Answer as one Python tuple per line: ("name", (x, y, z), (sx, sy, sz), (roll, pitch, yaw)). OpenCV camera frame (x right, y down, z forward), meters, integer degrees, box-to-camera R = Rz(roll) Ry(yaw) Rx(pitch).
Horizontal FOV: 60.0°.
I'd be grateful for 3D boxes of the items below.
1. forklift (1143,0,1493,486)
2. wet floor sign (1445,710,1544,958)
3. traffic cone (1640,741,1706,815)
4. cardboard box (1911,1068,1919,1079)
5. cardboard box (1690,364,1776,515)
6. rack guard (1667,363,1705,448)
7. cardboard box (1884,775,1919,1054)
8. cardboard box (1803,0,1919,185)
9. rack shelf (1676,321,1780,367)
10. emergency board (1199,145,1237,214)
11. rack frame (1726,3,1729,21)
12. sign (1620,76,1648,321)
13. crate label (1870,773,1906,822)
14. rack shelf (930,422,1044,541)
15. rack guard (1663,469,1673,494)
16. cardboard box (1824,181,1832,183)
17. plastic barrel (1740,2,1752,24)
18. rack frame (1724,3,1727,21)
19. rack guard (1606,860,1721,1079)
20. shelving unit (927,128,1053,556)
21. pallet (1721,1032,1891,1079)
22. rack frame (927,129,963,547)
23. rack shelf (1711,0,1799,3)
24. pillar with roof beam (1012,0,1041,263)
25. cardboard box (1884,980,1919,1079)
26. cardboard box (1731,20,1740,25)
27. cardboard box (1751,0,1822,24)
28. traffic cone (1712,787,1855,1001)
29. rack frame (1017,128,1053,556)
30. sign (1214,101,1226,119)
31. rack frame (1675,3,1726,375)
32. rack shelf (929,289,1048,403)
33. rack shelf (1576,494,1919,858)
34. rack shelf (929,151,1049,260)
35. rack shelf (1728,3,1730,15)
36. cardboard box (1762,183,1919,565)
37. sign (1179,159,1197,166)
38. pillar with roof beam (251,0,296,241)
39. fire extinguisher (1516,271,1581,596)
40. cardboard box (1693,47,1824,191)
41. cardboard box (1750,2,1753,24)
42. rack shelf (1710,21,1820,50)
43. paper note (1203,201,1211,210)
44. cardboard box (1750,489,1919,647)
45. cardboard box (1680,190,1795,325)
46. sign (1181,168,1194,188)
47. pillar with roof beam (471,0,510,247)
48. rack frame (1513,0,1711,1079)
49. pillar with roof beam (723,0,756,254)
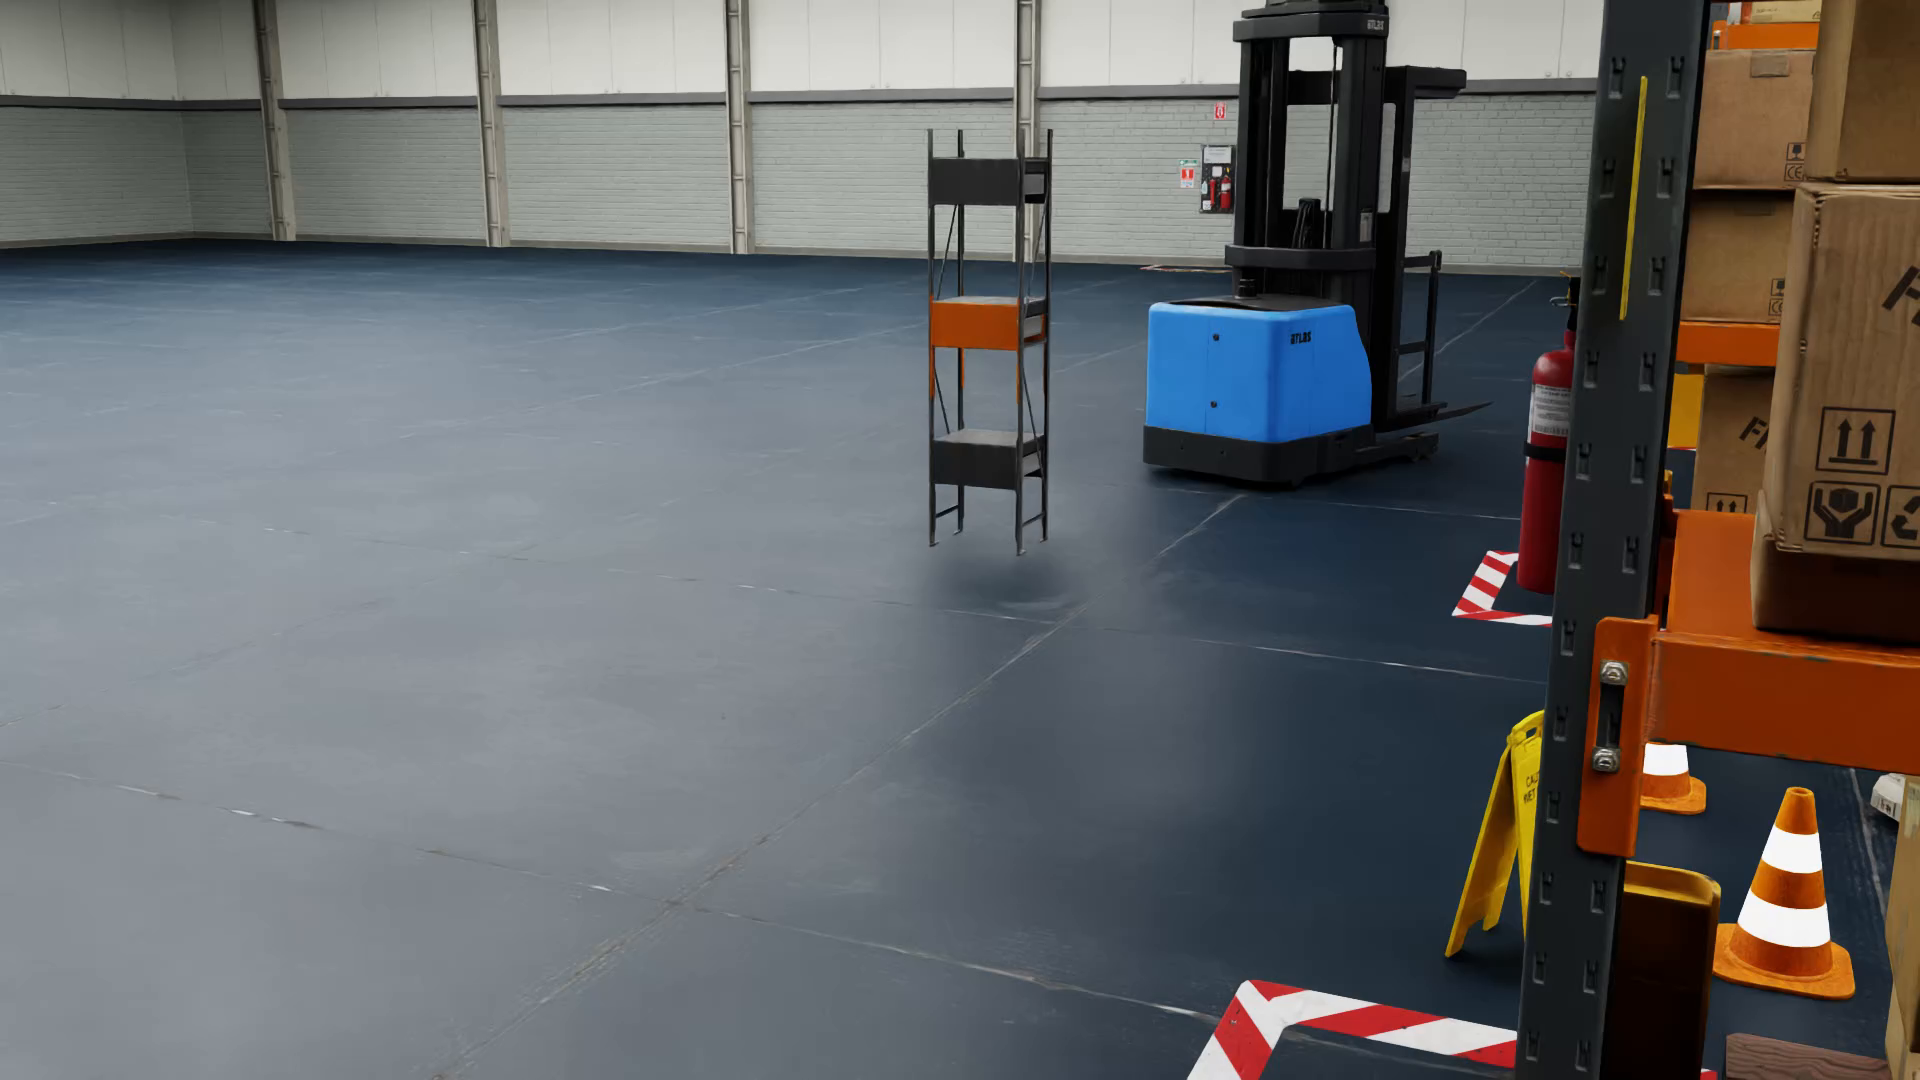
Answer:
("forklift", (2.554, -2.016, 10.932), (1.130, 2.935, 3.031), (13, 18, 43))
("wet floor sign", (1.410, 0.743, 4.176), (0.232, 0.644, 0.267), (12, 18, 42))
("traffic cone", (2.205, 0.580, 5.270), (0.334, 0.463, 0.336), (6, 14, 23))
("cardboard box", (1.776, 1.104, 2.581), (0.500, 0.250, 0.500), (6, 14, 23))
("cardboard box", (3.710, -0.326, 7.312), (0.875, 0.875, 0.875), (6, 14, 24))
("rack guard", (5.234, -1.008, 11.956), (0.348, 0.500, 1.175), (6, 14, 23))
("cardboard box", (1.989, 0.627, 2.976), (0.500, 0.500, 0.500), (6, 14, 24))
("cardboard box", (1.706, -0.841, 2.713), (0.500, 0.500, 0.700), (5, 14, 22))
("rack shelf", (4.892, -0.670, 6.619), (4.000, 0.370, 1.077), (6, 14, 23))
("emergency board", (4.444, -6.243, 28.796), (0.643, 1.169, 0.194), (6, 14, 23))
("rack frame", (9.180, -7.221, 19.832), (0.127, 3.000, 1.000), (6, 14, 23))
("sign", (0.931, -0.470, 2.298), (0.005, 0.325, 0.100), (6, 14, 23))
("crate label", (2.949, 0.798, 5.053), (0.298, 0.136, 0.250), (-1, 13, -6))
("rack shelf", (0.151, -0.312, 8.613), (0.480, 0.518, 0.431), (6, 14, 23))
("rack guard", (3.041, 0.009, 7.621), (0.348, 0.500, 1.175), (6, 14, 23))
("cardboard box", (1.758, -0.363, 2.865), (0.500, 0.500, 0.500), (6, 14, 22))
("plastic barrel", (7.666, -5.122, 15.591), (0.708, 0.830, 0.600), (6, 14, 23))
("rack frame", (7.171, -6.187, 15.424), (0.127, 3.000, 1.000), (6, 14, 23))
("rack guard", (1.220, 1.062, 3.135), (0.348, 0.500, 1.175), (6, 14, 23))
("shelving unit", (0.151, -1.007, 8.450), (0.503, 2.100, 0.431), (6, 14, 23))
("pallet", (1.949, 1.285, 2.816), (1.213, 0.211, 1.003), (6, 14, 23))
("rack frame", (-0.072, -1.029, 8.546), (0.015, 2.100, 0.400), (6, 14, 23))
("rack shelf", (4.892, -2.130, 6.276), (4.000, 0.370, 1.077), (6, 14, 23))
("pillar with roof beam", (-0.541, -8.583, 25.636), (0.400, 9.000, 9.100), (6, 14, 23))
("cardboard box", (2.021, 0.993, 3.057), (0.500, 0.250, 0.500), (6, 14, 23))
("cardboard box", (11.437, -7.255, 24.089), (0.500, 0.500, 0.500), (5, 14, 19))
("cardboard box", (5.500, -3.521, 10.955), (0.500, 0.250, 0.500), (6, 15, 25))
("traffic cone", (2.066, 0.843, 4.148), (0.334, 0.463, 0.336), (6, 14, 23))
("rack frame", (0.374, -0.984, 8.353), (0.015, 2.100, 0.400), (6, 14, 23))
("sign", (4.477, -7.394, 28.623), (0.199, 0.298, 0.001), (6, 14, 23))
("rack frame", (5.165, -2.232, 11.701), (0.127, 3.000, 1.000), (6, 14, 23))
("rack shelf", (0.151, -0.994, 8.453), (0.480, 0.518, 0.431), (6, 14, 23))
("rack shelf", (2.979, 0.373, 2.173), (4.000, 0.370, 1.077), (6, 14, 23))
("rack shelf", (0.151, -1.675, 8.293), (0.480, 0.518, 0.431), (6, 14, 23))
("rack shelf", (13.012, -7.720, 23.536), (4.000, 0.370, 1.077), (6, 14, 23))
("cardboard box", (1.471, -0.254, 2.401), (0.500, 0.500, 0.500), (6, 14, 22))
("sign", (3.981, -6.589, 29.032), (0.331, 0.109, 0.001), (6, 14, 23))
("pillar with roof beam", (-16.999, -10.249, 32.734), (0.400, 9.000, 9.100), (6, 14, 23))
("fire extinguisher", (1.233, -0.231, 3.344), (0.183, 0.674, 0.296), (6, 14, 23))
("cardboard box", (3.387, -1.762, 7.004), (0.550, 0.550, 0.875), (6, 14, 23))
("cardboard box", (5.708, -3.628, 11.411), (0.500, 0.250, 0.500), (6, 15, 25))
("rack shelf", (6.993, -3.157, 10.652), (4.000, 0.370, 1.077), (6, 14, 23))
("paper note", (4.310, -5.845, 29.028), (0.142, 0.148, 0.016), (6, 14, 23))
("cardboard box", (1.377, 0.035, 2.590), (0.250, 0.149, 0.380), (6, 14, 23))
("cardboard box", (3.421, -1.254, 7.202), (0.550, 0.550, 0.875), (6, 14, 23))
("sign", (3.980, -6.334, 29.102), (0.234, 0.329, 0.001), (6, 14, 23))
("pillar with roof beam", (-11.513, -9.694, 30.368), (0.400, 9.000, 9.100), (6, 14, 23))
("rack frame", (1.151, -0.162, 2.880), (0.127, 3.000, 1.000), (6, 14, 23))
("pillar with roof beam", (-6.027, -9.139, 28.002), (0.400, 9.000, 9.100), (6, 14, 23))
